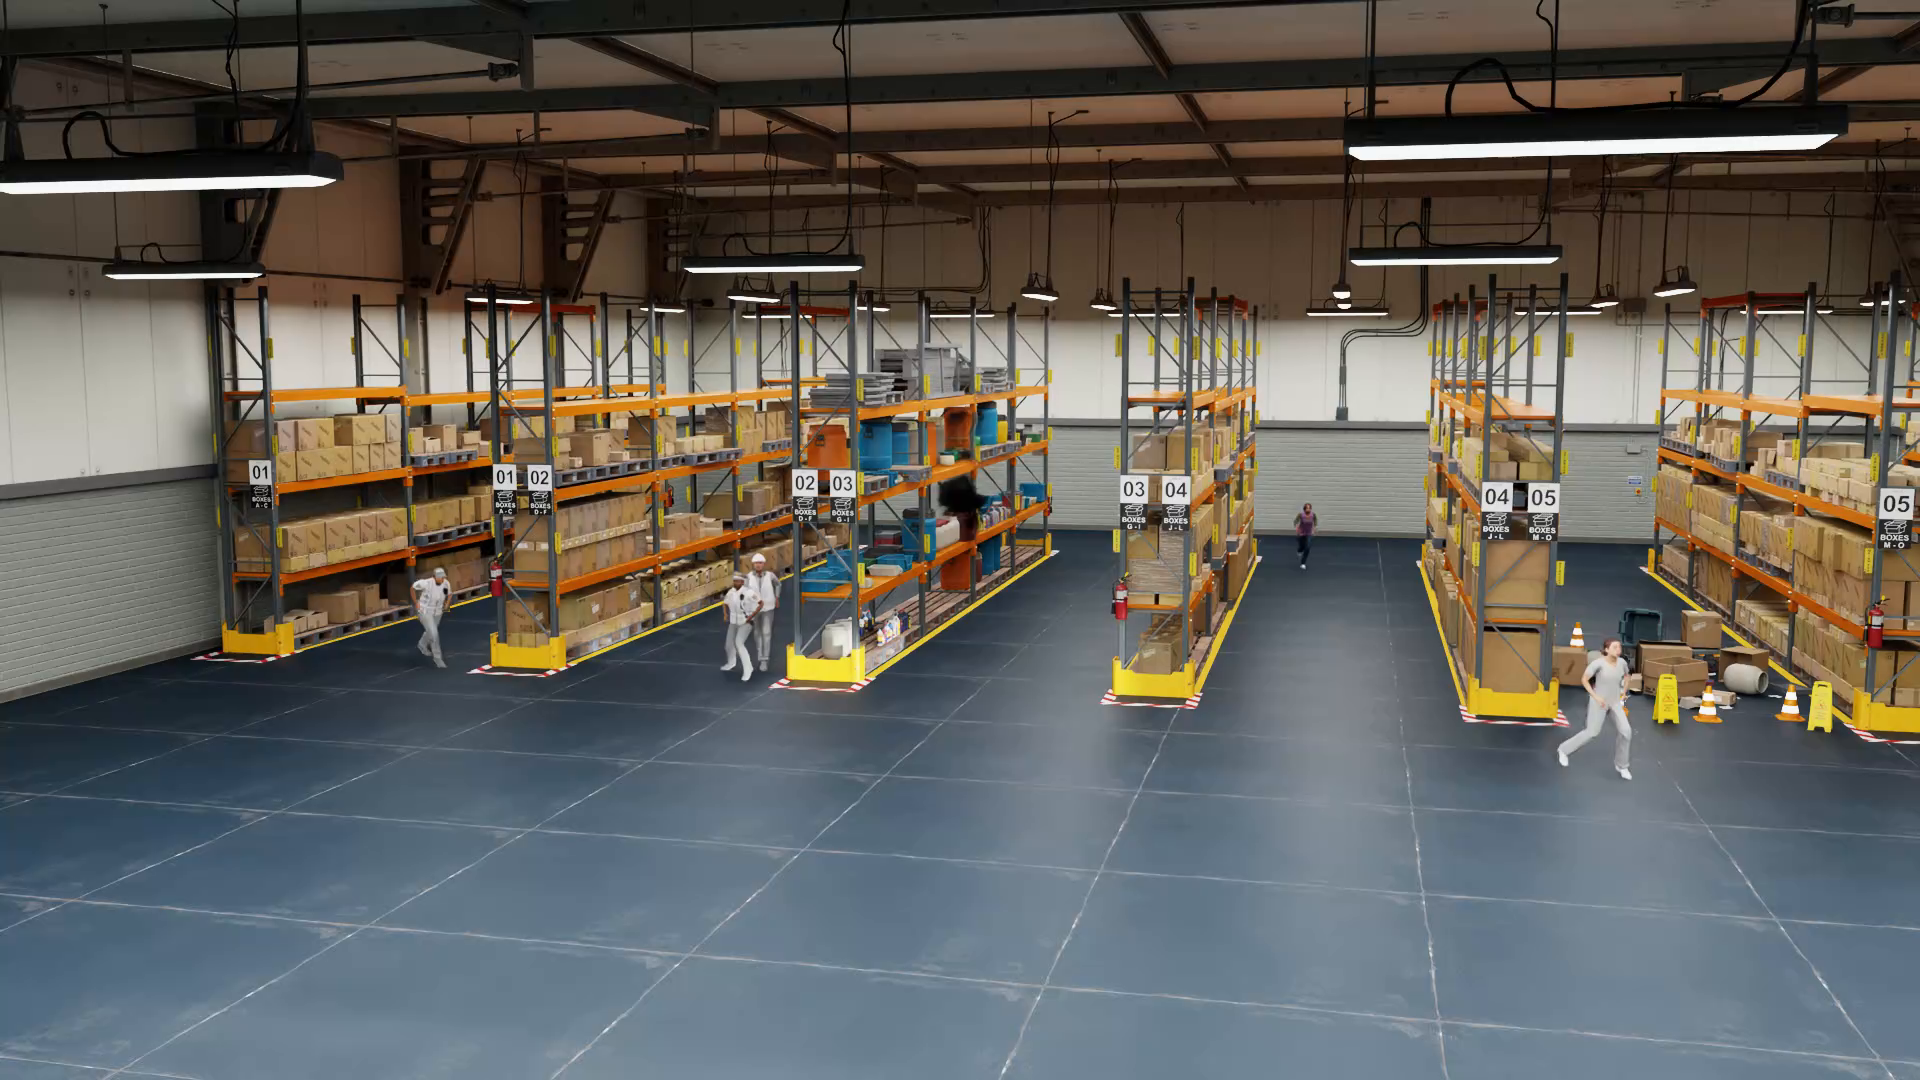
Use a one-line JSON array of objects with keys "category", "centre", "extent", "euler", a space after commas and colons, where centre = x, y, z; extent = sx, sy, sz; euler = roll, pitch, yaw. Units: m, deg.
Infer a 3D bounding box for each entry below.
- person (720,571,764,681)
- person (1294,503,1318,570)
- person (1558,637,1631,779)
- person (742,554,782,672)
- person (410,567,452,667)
[{"category": "person", "centre": [-3.389, 1.287, 25.431], "extent": [0.804, 1.671, 0.693], "euler": [3, 7, 23]}, {"category": "person", "centre": [7.895, -0.107, 38.100], "extent": [0.539, 1.545, 0.809], "euler": [0, 7, -4]}, {"category": "person", "centre": [7.576, 1.961, 19.636], "extent": [0.797, 1.665, 0.709], "euler": [-2, 7, -17]}, {"category": "person", "centre": [-3.147, 1.110, 26.187], "extent": [0.641, 1.812, 0.913], "euler": [0, 7, 0]}, {"category": "person", "centre": [-8.439, 1.214, 26.480], "extent": [0.648, 1.622, 1.027], "euler": [-6, 9, -41]}]
